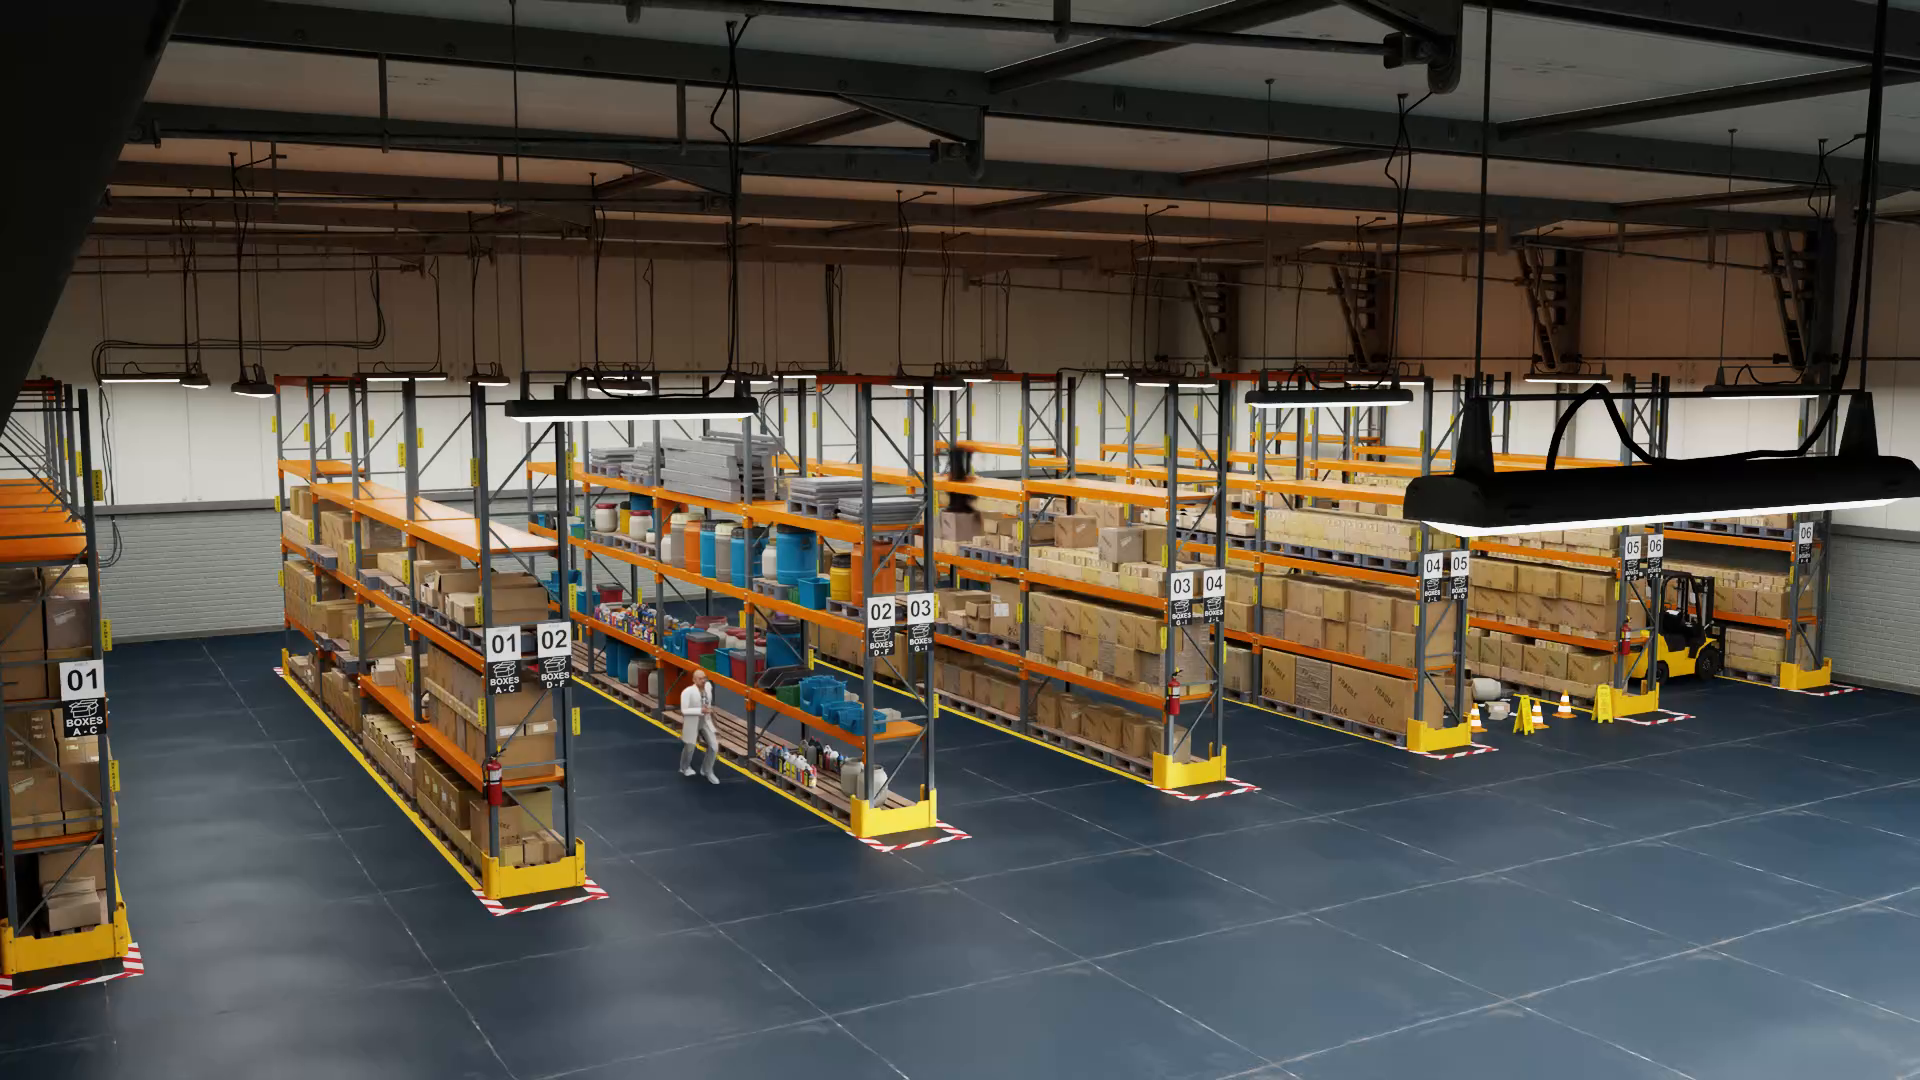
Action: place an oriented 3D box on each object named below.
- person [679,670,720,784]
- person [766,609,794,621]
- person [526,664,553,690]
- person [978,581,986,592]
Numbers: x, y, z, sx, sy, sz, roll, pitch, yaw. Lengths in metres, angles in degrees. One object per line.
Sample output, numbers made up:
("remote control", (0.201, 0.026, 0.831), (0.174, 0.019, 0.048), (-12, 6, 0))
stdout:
("person", (-3.918, 2.761, 24.742), (0.625, 1.731, 1.037), (-4, 7, -33))
("person", (-3.640, 1.862, 33.737), (0.553, 1.604, 0.800), (-3, 7, -24))
("person", (-6.877, 2.551, 26.835), (0.653, 1.785, 0.933), (-4, 8, -34))
("person", (0.696, 0.666, 44.435), (0.709, 1.711, 1.005), (4, 7, 33))
